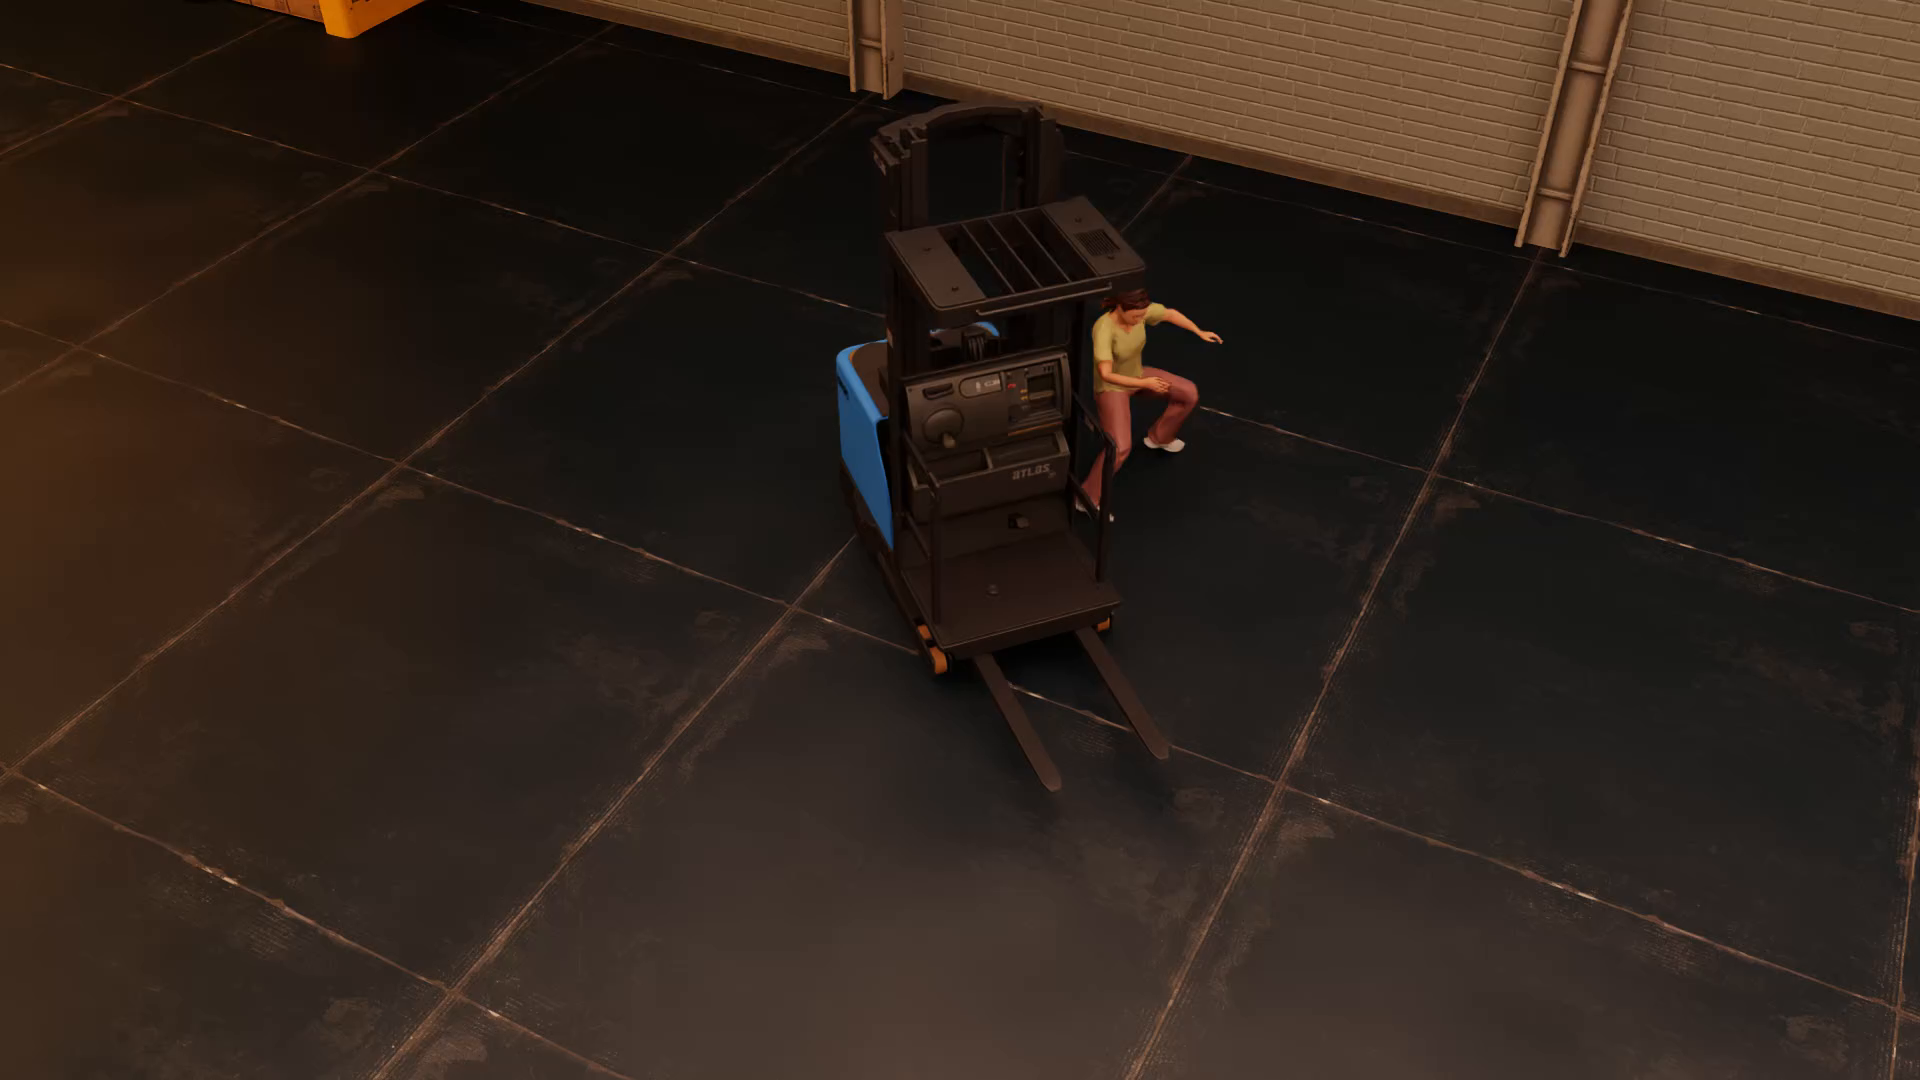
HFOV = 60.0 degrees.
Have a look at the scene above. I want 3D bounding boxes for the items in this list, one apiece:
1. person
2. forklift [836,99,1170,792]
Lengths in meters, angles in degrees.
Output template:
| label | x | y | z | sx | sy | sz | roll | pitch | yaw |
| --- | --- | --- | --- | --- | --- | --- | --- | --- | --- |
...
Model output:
| label | x | y | z | sx | sy | sz | roll | pitch | yaw |
| --- | --- | --- | --- | --- | --- | --- | --- | --- | --- |
| person | 1.110 | -0.849 | 10.318 | 0.980 | 1.230 | 0.661 | -28 | 48 | -29 |
| forklift | 0.237 | -0.668 | 8.780 | 1.130 | 2.935 | 3.031 | -14 | 42 | -16 |
